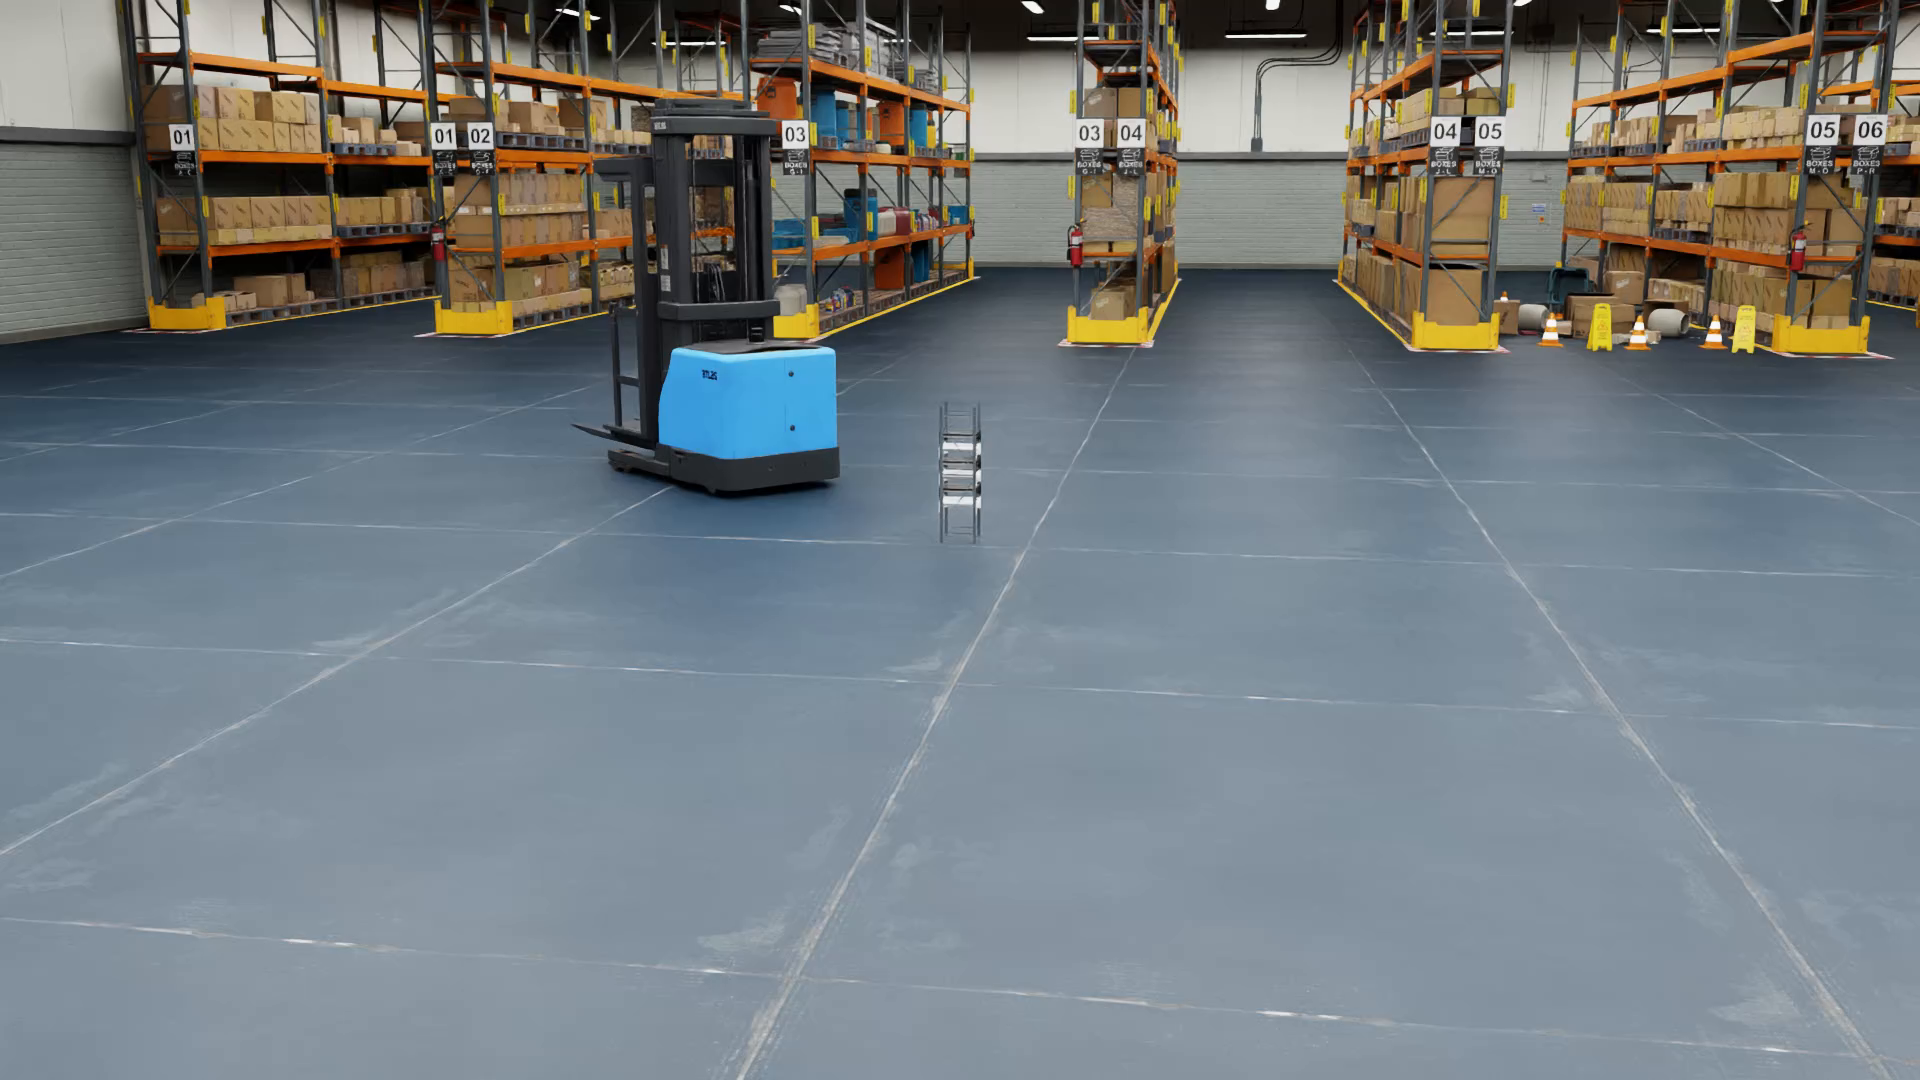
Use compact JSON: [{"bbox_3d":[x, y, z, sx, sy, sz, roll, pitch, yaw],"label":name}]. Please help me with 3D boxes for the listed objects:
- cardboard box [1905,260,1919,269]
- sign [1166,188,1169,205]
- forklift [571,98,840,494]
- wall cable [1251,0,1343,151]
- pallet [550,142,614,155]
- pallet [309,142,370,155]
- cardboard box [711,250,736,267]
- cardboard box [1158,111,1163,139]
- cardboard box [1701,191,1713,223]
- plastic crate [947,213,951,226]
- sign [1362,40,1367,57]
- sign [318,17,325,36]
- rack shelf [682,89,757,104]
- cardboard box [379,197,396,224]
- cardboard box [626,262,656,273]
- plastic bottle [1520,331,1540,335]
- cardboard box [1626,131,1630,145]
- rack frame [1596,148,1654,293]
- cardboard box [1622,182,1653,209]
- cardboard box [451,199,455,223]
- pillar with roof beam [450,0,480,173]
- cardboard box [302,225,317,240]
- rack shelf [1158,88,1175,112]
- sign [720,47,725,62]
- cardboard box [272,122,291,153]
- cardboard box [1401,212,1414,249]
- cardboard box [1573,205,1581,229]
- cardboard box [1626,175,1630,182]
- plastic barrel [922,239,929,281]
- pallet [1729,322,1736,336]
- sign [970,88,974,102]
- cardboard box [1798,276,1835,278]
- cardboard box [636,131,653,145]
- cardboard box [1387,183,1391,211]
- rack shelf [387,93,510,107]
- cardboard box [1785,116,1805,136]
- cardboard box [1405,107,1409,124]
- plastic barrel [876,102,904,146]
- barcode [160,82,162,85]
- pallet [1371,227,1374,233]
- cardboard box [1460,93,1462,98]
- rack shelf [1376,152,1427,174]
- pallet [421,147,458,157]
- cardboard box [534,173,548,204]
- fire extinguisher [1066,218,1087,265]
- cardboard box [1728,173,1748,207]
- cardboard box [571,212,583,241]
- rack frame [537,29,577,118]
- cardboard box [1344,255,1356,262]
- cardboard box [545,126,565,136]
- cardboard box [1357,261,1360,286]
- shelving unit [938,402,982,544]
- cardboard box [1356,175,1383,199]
[{"bbox_3d":[18.149,-5.217,31.478,0.380,0.149,0.250,2,12,8],"label":"cardboard box"},{"bbox_3d":[3.945,-6.582,31.854,0.100,0.325,0.005,2,12,9],"label":"sign"},{"bbox_3d":[-2.241,-2.035,13.477,1.130,2.935,3.031,-9,15,-37],"label":"forklift"},{"bbox_3d":[8.913,-13.306,43.740,2.277,5.999,0.120,2,12,9],"label":"wall cable"},{"bbox_3d":[-6.873,-7.116,30.227,0.805,0.209,1.217,1,12,6],"label":"pallet"},{"bbox_3d":[-11.691,-7.219,30.694,1.213,0.211,1.003,2,12,9],"label":"pallet"},{"bbox_3d":[-5.481,-6.611,39.429,0.797,0.503,0.637,2,12,9],"label":"cardboard box"},{"bbox_3d":[3.422,-7.513,30.189,0.500,0.500,0.500,2,12,10],"label":"cardboard box"},{"bbox_3d":[12.429,-5.420,27.081,0.500,0.500,0.500,2,12,8],"label":"cardboard box"},{"bbox_3d":[-0.454,-7.347,38.101,0.437,0.282,0.530,2,12,9],"label":"plastic crate"},{"bbox_3d":[8.375,-10.170,34.421,0.100,0.325,0.005,2,12,9],"label":"sign"},{"bbox_3d":[-11.358,-9.126,29.572,0.100,0.325,0.005,2,12,9],"label":"sign"},{"bbox_3d":[-5.458,-10.220,38.772,1.077,0.370,4.000,2,12,9],"label":"rack shelf"},{"bbox_3d":[-11.508,-6.457,32.555,0.700,0.500,0.500,2,12,9],"label":"cardboard box"},{"bbox_3d":[-6.291,-5.302,32.673,0.500,0.311,0.500,2,12,8],"label":"cardboard box"},{"bbox_3d":[8.807,-3.198,25.689,0.283,0.061,0.133,-2,12,-11],"label":"plastic bottle"},{"bbox_3d":[13.188,-7.819,32.355,0.396,0.266,0.258,3,13,13],"label":"cardboard box"},{"bbox_3d":[13.815,-6.582,34.414,1.000,3.000,0.127,2,12,9],"label":"rack frame"},{"bbox_3d":[13.259,-6.718,32.436,0.500,0.500,0.500,2,12,8],"label":"cardboard box"},{"bbox_3d":[-10.858,-6.957,35.165,0.500,0.500,0.500,2,12,11],"label":"cardboard box"},{"bbox_3d":[-7.154,-10.351,37.665,9.100,9.000,0.548,2,12,9],"label":"pillar with roof beam"},{"bbox_3d":[-11.749,-5.444,29.441,0.500,0.250,0.500,2,12,9],"label":"cardboard box"},{"bbox_3d":[3.715,-8.872,33.457,1.077,0.370,4.000,2,12,9],"label":"rack shelf"},{"bbox_3d":[-5.216,-10.674,36.571,0.100,0.325,0.005,2,12,9],"label":"sign"},{"bbox_3d":[-11.862,-6.909,28.529,0.500,0.500,0.500,1,12,6],"label":"cardboard box"},{"bbox_3d":[7.371,-4.828,25.920,0.875,0.550,0.550,2,12,9],"label":"cardboard box"},{"bbox_3d":[13.926,-7.161,36.865,0.500,0.500,0.500,2,12,8],"label":"cardboard box"},{"bbox_3d":[14.143,-7.548,34.745,0.380,0.149,0.250,2,12,9],"label":"cardboard box"},{"bbox_3d":[-0.972,-6.130,36.302,0.600,0.901,0.708,2,12,9],"label":"plastic barrel"},{"bbox_3d":[12.331,-3.158,25.144,1.003,0.211,1.213,2,12,9],"label":"pallet"},{"bbox_3d":[0.290,-10.656,39.847,0.100,0.325,0.005,2,12,9],"label":"sign"},{"bbox_3d":[12.446,-3.584,24.255,0.500,0.500,0.500,1,12,7],"label":"cardboard box"},{"bbox_3d":[-6.346,-7.999,33.633,0.910,0.500,0.500,2,12,9],"label":"cardboard box"},{"bbox_3d":[8.138,-6.228,30.160,0.700,0.500,0.500,2,12,8],"label":"cardboard box"},{"bbox_3d":[-10.968,-9.353,35.692,1.077,0.370,4.000,2,12,9],"label":"rack shelf"},{"bbox_3d":[11.782,-5.737,23.026,0.500,0.250,0.500,2,12,8],"label":"cardboard box"},{"bbox_3d":[7.250,-6.651,26.029,0.500,0.250,0.500,2,12,8],"label":"cardboard box"},{"bbox_3d":[-1.396,-8.230,32.927,0.600,0.830,0.708,2,12,9],"label":"plastic barrel"},{"bbox_3d":[-12.891,-7.348,26.812,0.001,0.075,0.075,2,12,9],"label":"barcode"},{"bbox_3d":[8.557,-6.208,33.135,1.003,0.211,1.213,2,12,9],"label":"pallet"},{"bbox_3d":[7.664,-6.588,24.790,0.380,0.149,0.250,2,12,9],"label":"cardboard box"},{"bbox_3d":[7.985,-6.587,29.024,1.077,0.370,4.000,2,12,9],"label":"rack shelf"},{"bbox_3d":[-11.229,-8.061,34.608,1.213,0.211,1.003,2,12,11],"label":"pallet"},{"bbox_3d":[-7.289,-5.836,27.638,0.700,0.500,0.500,2,12,9],"label":"cardboard box"},{"bbox_3d":[1.704,-4.358,24.279,0.296,0.674,0.183,2,12,9],"label":"fire extinguisher"},{"bbox_3d":[12.098,-5.306,25.175,0.700,0.500,0.500,2,12,7],"label":"cardboard box"},{"bbox_3d":[-7.058,-5.516,29.229,0.700,0.500,0.500,2,12,7],"label":"cardboard box"},{"bbox_3d":[-10.045,-11.150,41.369,1.000,3.000,0.127,2,12,9],"label":"rack frame"},{"bbox_3d":[9.018,-6.449,38.154,0.380,0.149,0.250,2,12,8],"label":"cardboard box"},{"bbox_3d":[-6.911,-6.917,28.114,0.380,0.149,0.250,2,12,9],"label":"cardboard box"},{"bbox_3d":[8.532,-5.559,34.605,0.500,0.500,0.500,2,12,11],"label":"cardboard box"},{"bbox_3d":[0.001,-0.442,10.906,0.258,0.900,0.210,2,12,9],"label":"shelving unit"},{"bbox_3d":[8.713,-7.511,35.408,0.500,0.500,0.500,1,12,7],"label":"cardboard box"}]
